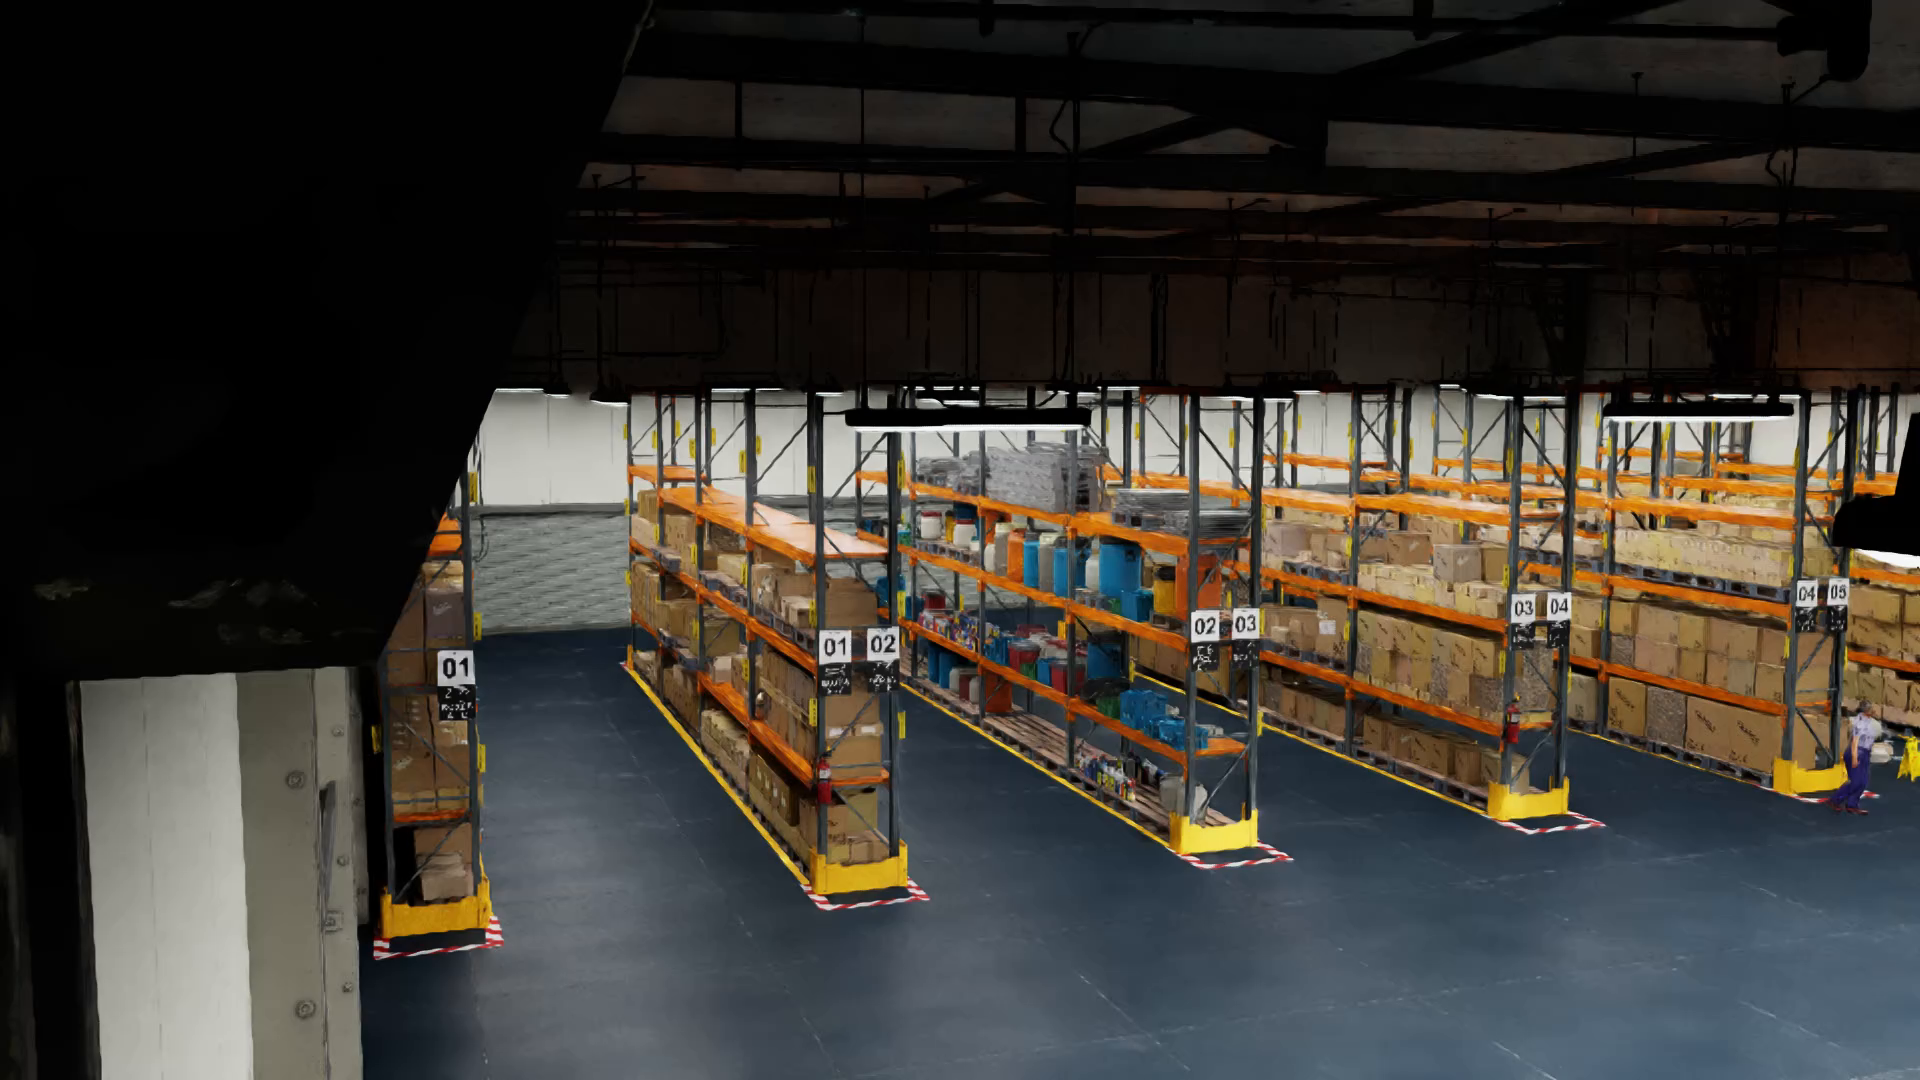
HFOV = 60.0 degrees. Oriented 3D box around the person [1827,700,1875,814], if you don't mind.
[{"bbox_3d":[12.702,3.090,23.694,0.545,1.614,0.551,4,7,34],"label":"person"}]
